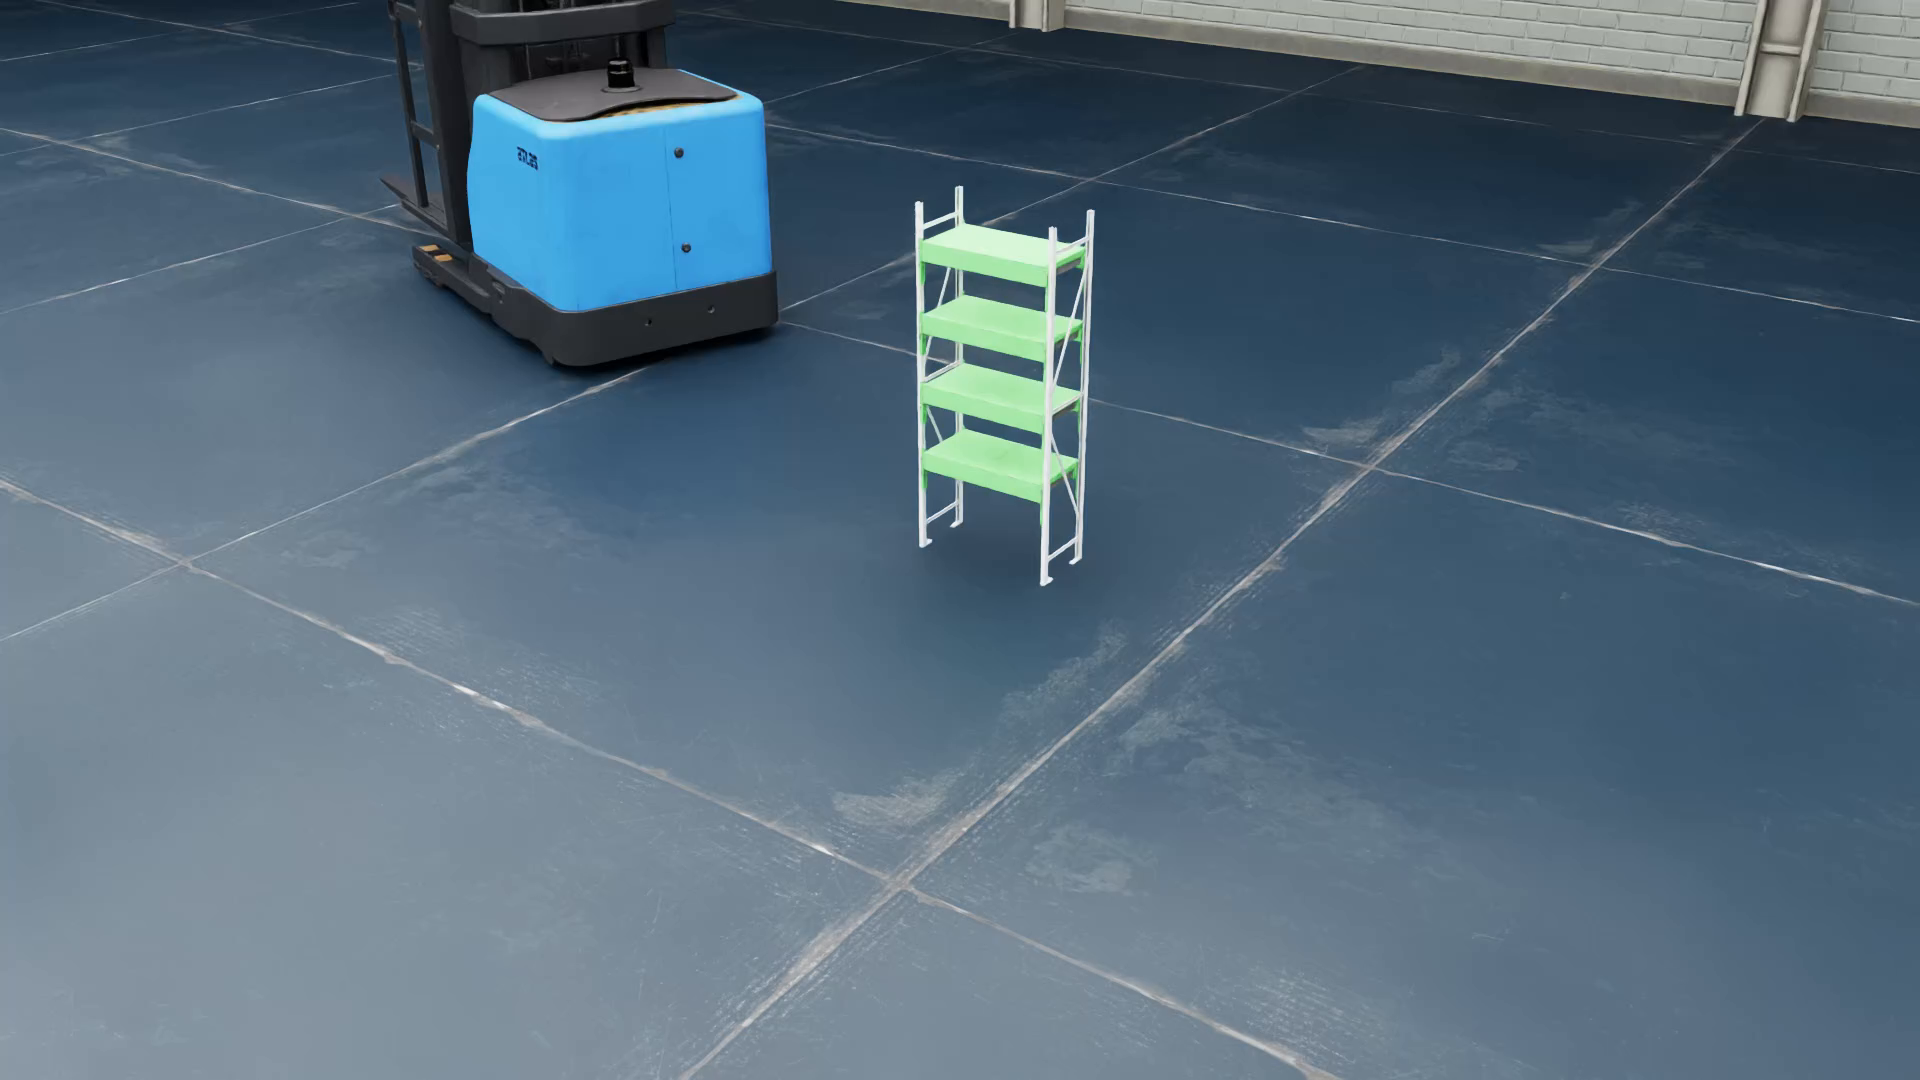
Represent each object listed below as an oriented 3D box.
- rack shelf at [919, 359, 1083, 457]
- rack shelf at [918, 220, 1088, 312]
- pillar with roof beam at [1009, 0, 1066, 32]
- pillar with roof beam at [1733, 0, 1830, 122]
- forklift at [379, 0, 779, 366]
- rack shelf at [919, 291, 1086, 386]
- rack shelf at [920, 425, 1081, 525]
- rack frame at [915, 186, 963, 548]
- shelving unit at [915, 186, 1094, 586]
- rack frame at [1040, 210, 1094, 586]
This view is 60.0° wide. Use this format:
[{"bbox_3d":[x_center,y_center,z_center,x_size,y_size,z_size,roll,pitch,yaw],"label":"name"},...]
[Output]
[{"bbox_3d":[0.136,-0.435,5.423,0.480,0.148,0.258,17,32,30],"label":"rack shelf"},{"bbox_3d":[0.136,-0.863,5.206,0.480,0.148,0.258,17,32,30],"label":"rack shelf"},{"bbox_3d":[-1.759,-6.902,9.390,0.400,9.000,9.100,17,32,30],"label":"pillar with roof beam"},{"bbox_3d":[3.187,-5.361,6.363,0.400,9.000,9.100,17,32,30],"label":"pillar with roof beam"},{"bbox_3d":[-2.080,-2.656,7.737,1.130,2.935,3.031,-18,32,-31],"label":"forklift"},{"bbox_3d":[0.136,-0.649,5.314,0.480,0.148,0.258,17,32,30],"label":"rack shelf"},{"bbox_3d":[0.136,-0.221,5.532,0.480,0.148,0.258,17,32,30],"label":"rack shelf"},{"bbox_3d":[-0.065,-0.555,5.517,0.015,1.200,0.240,17,32,30],"label":"rack frame"},{"bbox_3d":[0.136,-0.492,5.394,0.503,1.200,0.258,17,32,30],"label":"shelving unit"},{"bbox_3d":[0.338,-0.430,5.271,0.015,1.200,0.240,17,32,30],"label":"rack frame"}]
